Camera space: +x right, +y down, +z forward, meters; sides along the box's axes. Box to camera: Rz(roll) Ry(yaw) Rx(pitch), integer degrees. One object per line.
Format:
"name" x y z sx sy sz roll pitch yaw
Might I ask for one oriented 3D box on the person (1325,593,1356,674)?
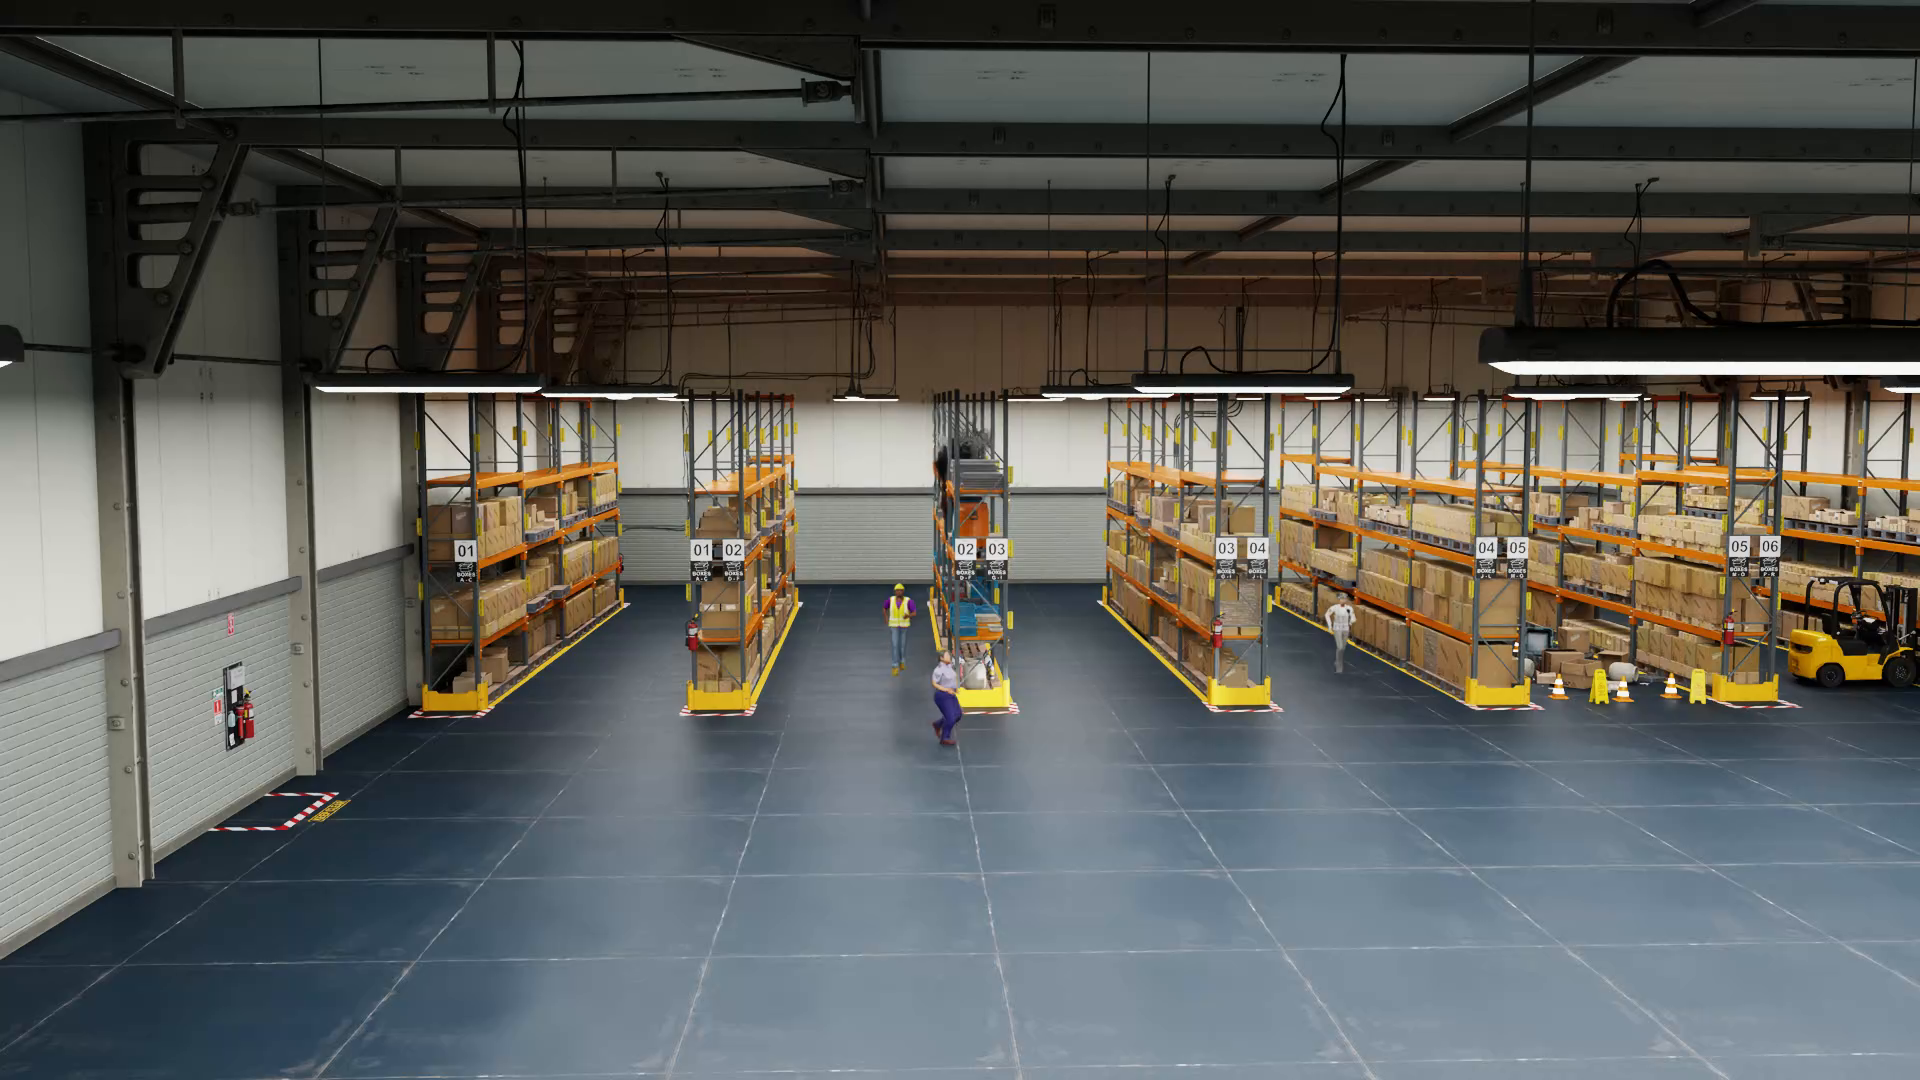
"person" 8.178 1.985 35.627 0.600 1.748 0.729 -1 5 -7

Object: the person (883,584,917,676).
"person" -1.225 1.800 33.762 0.698 1.837 0.701 0 5 0

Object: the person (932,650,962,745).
"person" -0.238 2.644 27.991 0.536 1.596 0.604 2 5 26

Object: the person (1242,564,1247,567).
"person" 7.917 1.037 46.999 0.726 1.717 0.678 0 5 5
